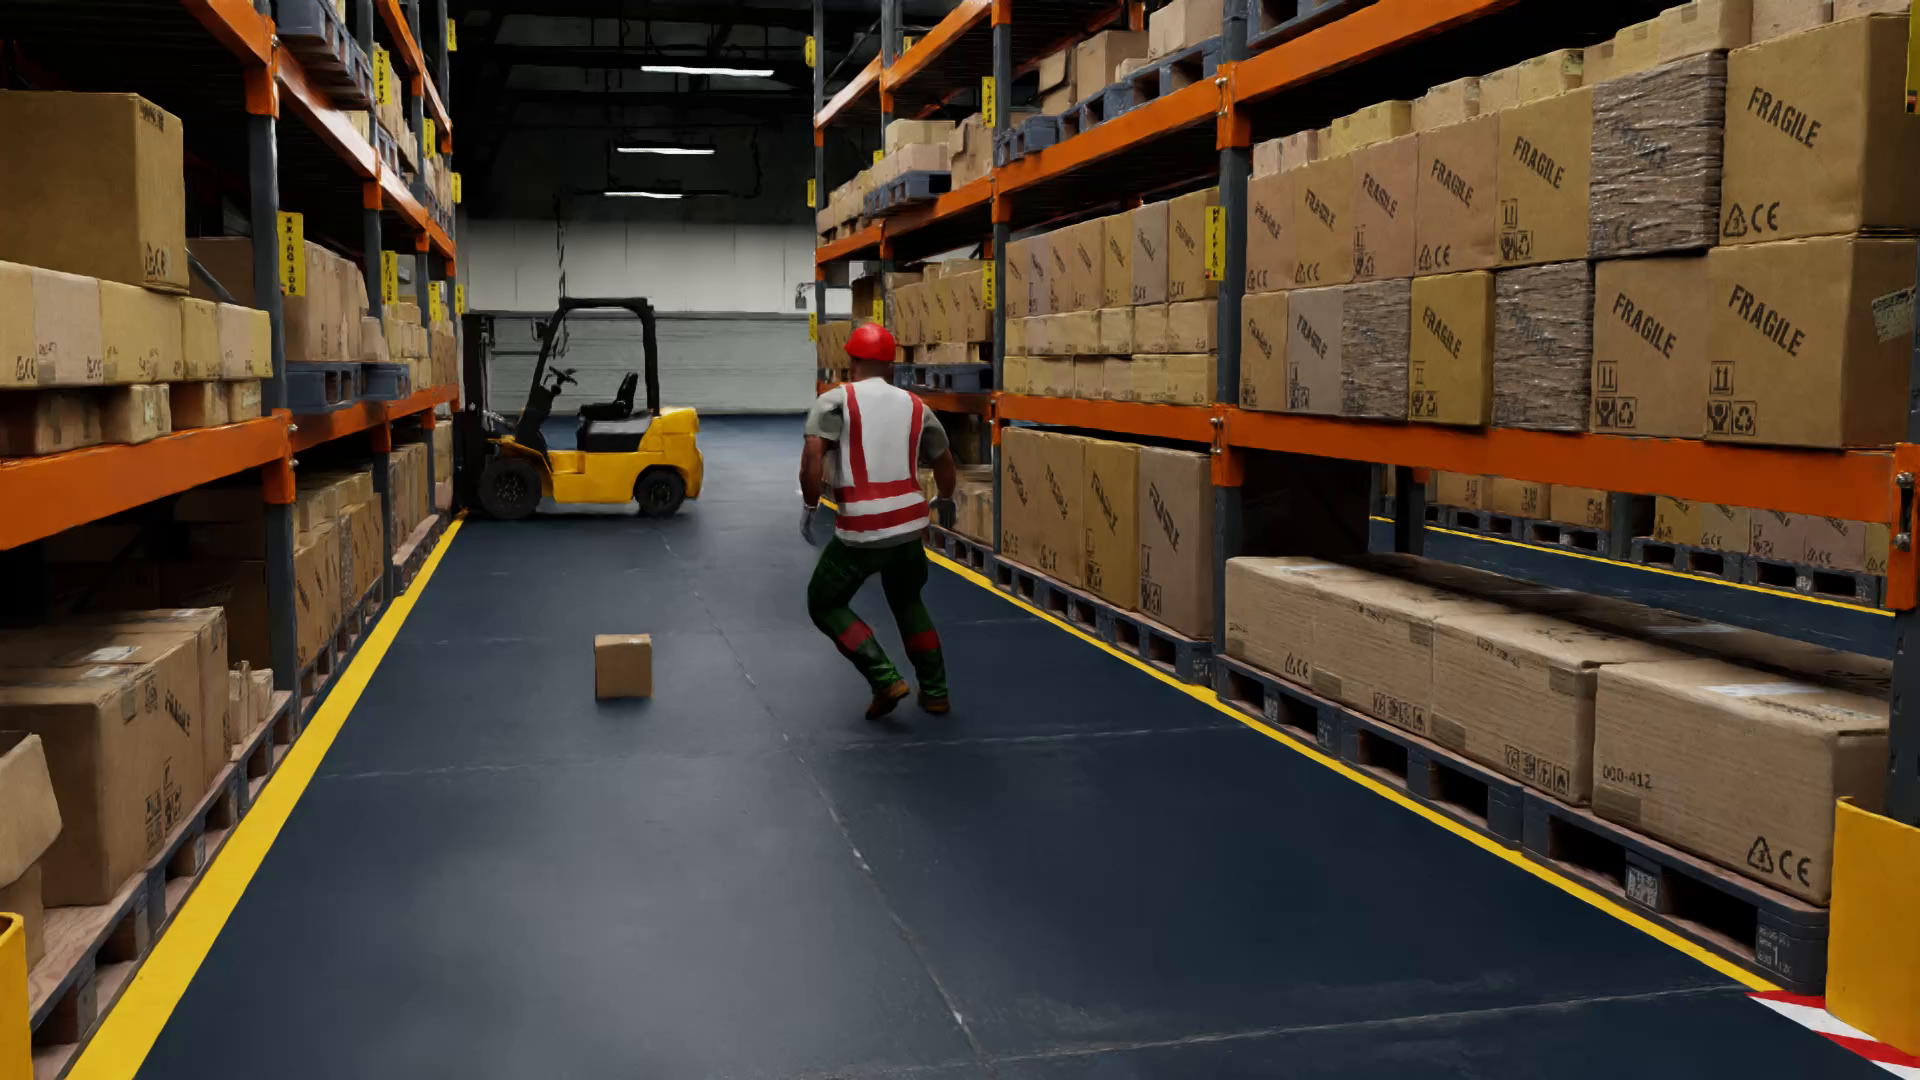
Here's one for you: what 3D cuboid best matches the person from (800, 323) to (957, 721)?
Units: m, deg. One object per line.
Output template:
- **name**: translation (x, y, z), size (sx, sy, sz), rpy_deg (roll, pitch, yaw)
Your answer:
- **person**: translation (-0.301, -0.066, 6.979), size (0.923, 1.679, 0.496), rpy_deg (-5, 8, -38)
